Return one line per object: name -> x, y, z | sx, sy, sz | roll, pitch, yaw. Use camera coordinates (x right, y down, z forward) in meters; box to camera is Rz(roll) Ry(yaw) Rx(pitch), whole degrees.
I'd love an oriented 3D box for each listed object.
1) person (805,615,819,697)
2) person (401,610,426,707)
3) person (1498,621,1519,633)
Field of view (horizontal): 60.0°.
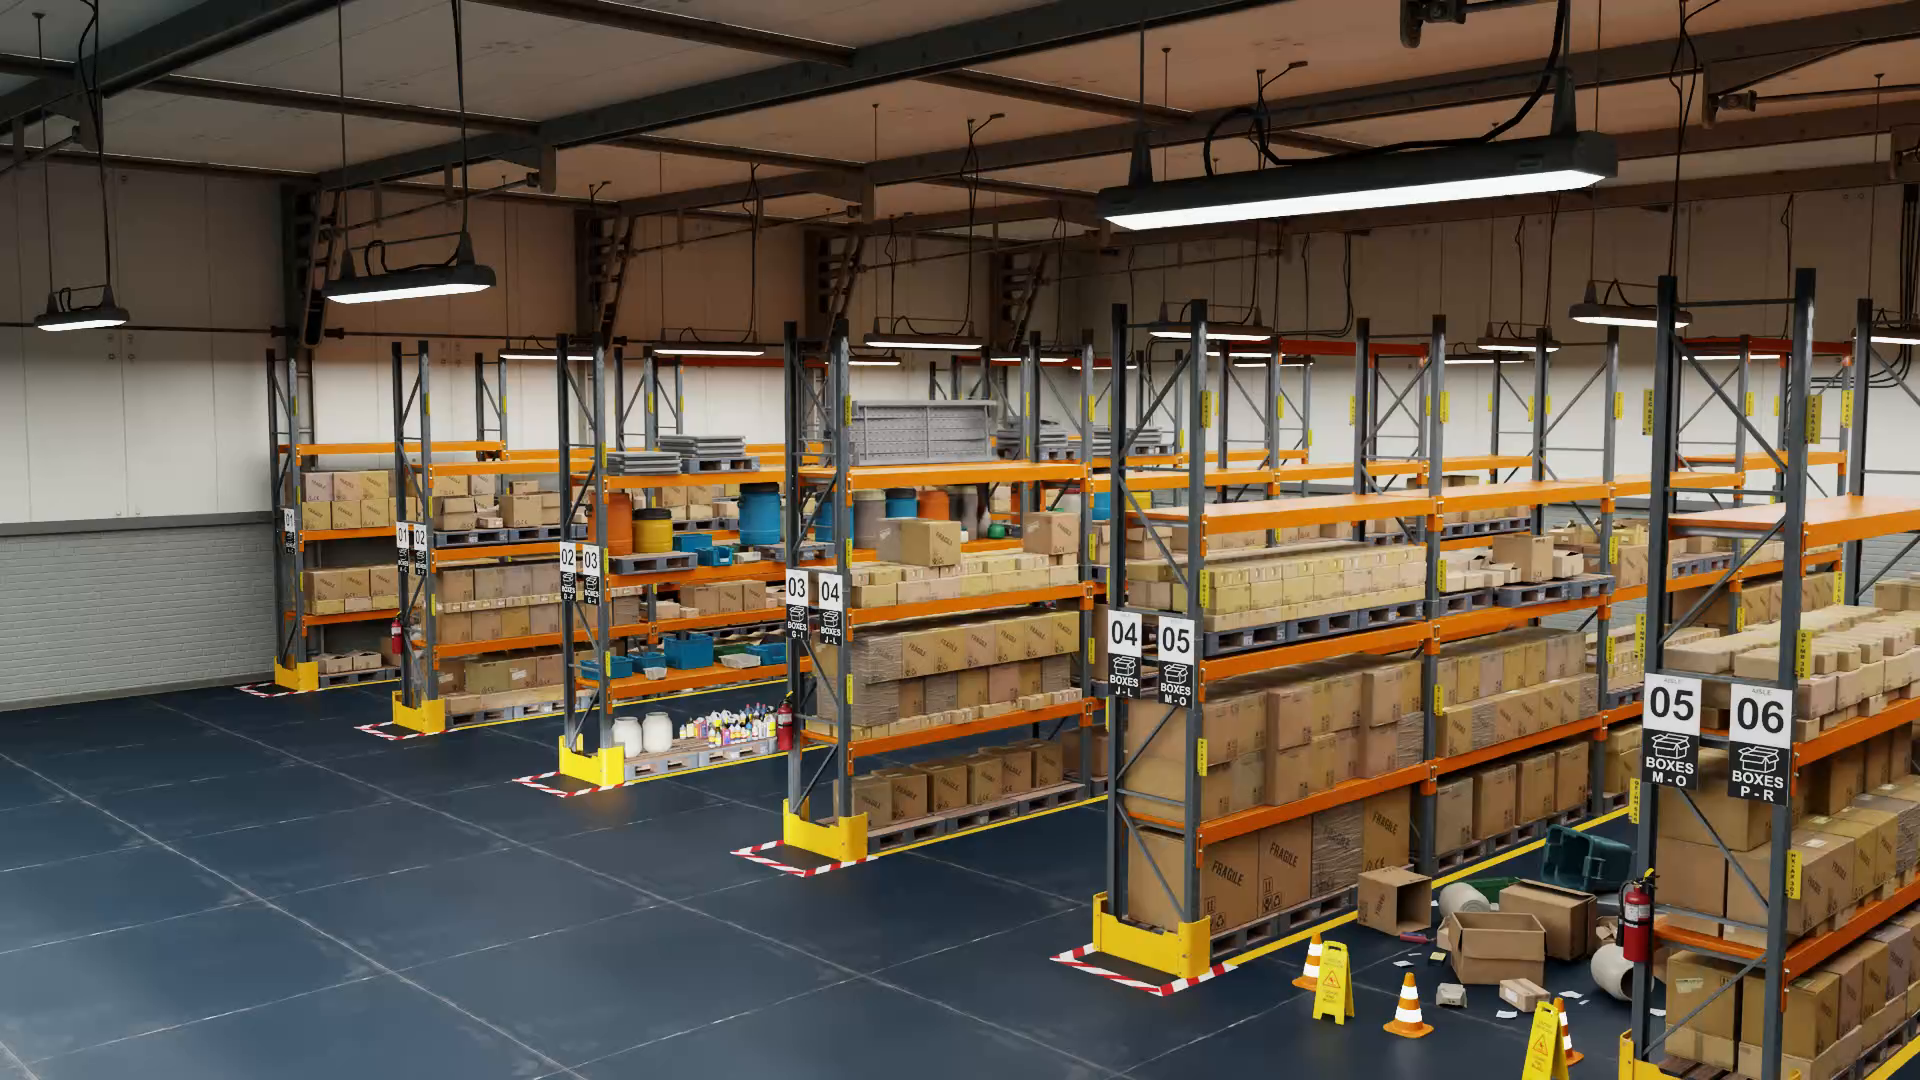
person -> -2.427, 1.677, 27.020 | 0.685, 1.845, 0.681 | 4, 6, 38
person -> -8.959, 1.962, 27.576 | 0.627, 1.650, 0.644 | -5, 7, -44
person -> 8.738, 2.015, 26.315 | 0.659, 1.704, 0.923 | 4, 6, 39
